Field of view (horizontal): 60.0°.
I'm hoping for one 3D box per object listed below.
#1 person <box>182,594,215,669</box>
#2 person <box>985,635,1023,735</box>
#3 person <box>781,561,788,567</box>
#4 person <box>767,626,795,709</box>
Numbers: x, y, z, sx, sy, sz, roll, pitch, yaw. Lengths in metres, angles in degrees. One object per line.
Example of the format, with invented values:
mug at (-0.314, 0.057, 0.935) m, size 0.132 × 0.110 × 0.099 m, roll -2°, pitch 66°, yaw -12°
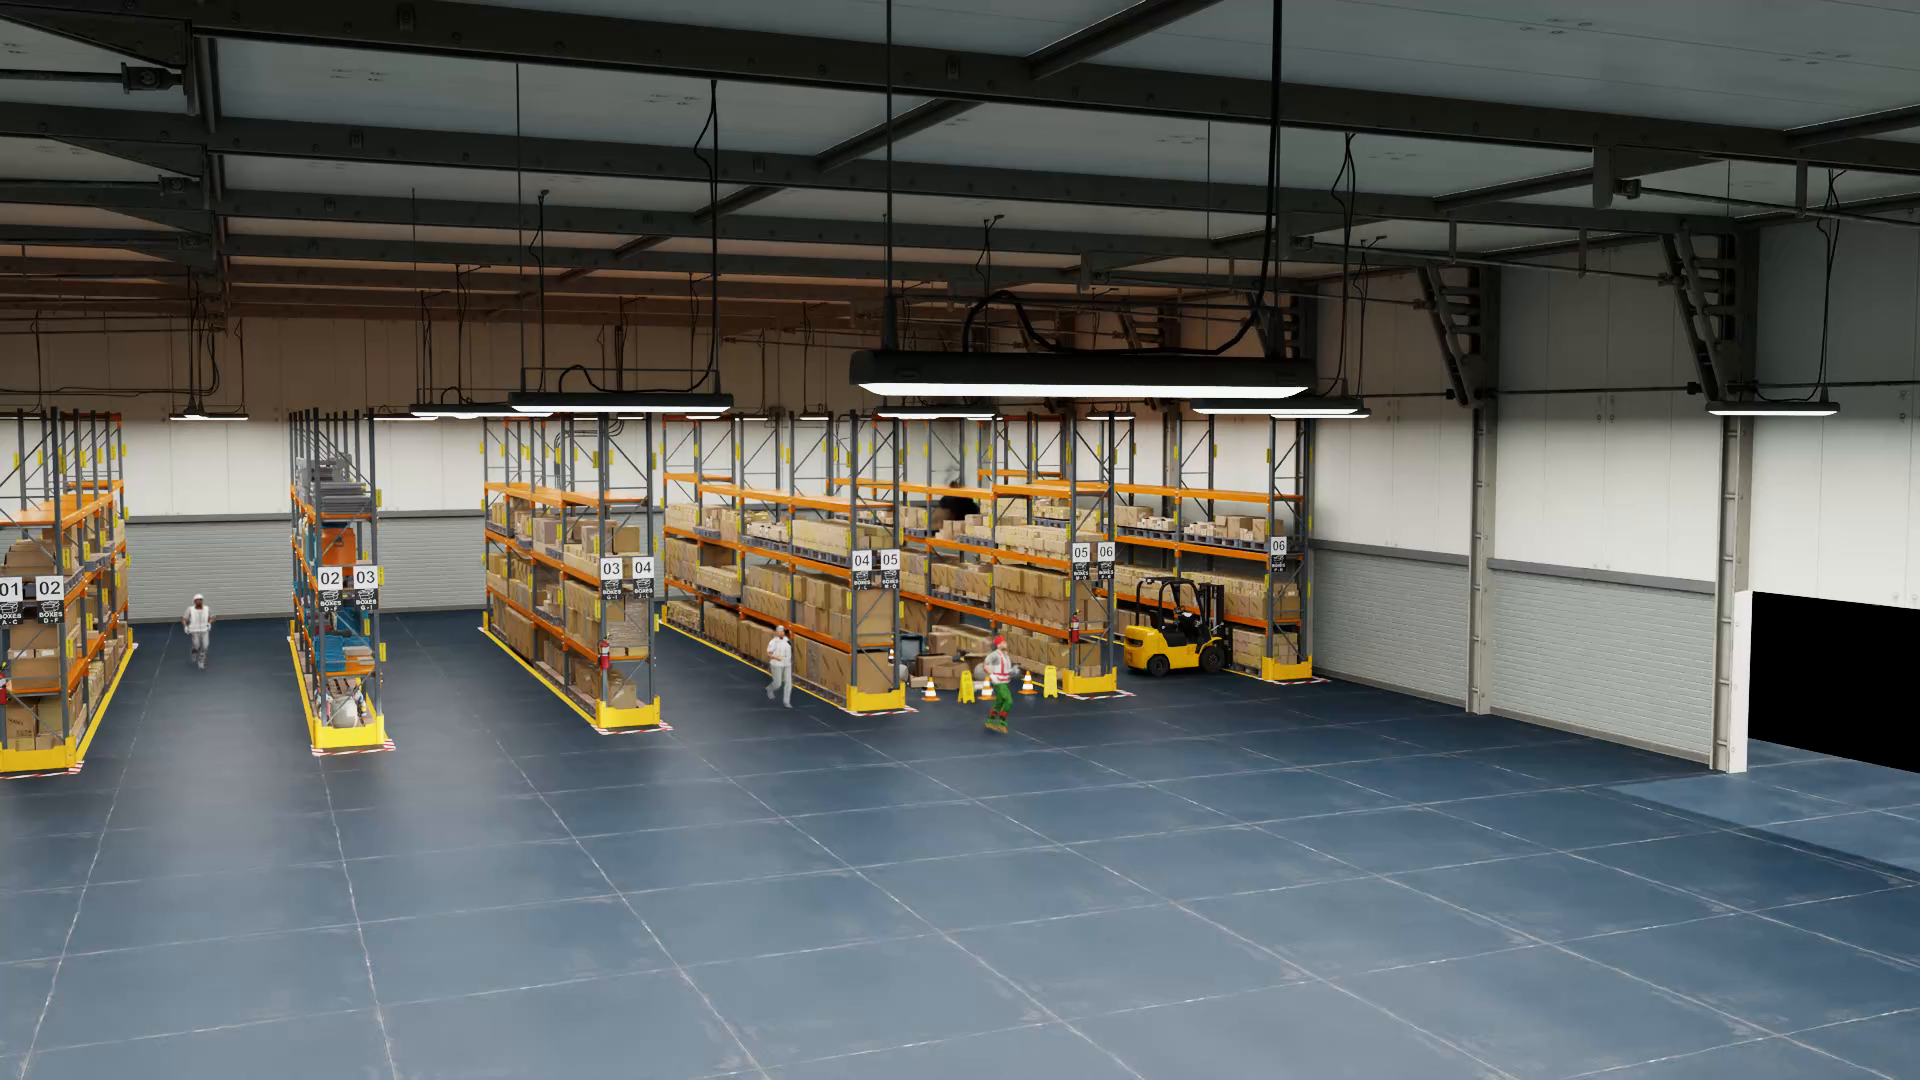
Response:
person at (-17.722, 2.139, 38.774) m, size 0.683 × 1.734 × 0.592 m, roll -3°, pitch 5°, yaw -37°
person at (0.801, 2.677, 30.788) m, size 0.720 × 1.842 × 0.638 m, roll 2°, pitch 4°, yaw 24°
person at (-5.449, 1.312, 50.645) m, size 0.652 × 1.740 × 0.698 m, roll -1°, pitch 4°, yaw -16°
person at (-3.604, 2.560, 33.594) m, size 0.607 × 1.651 × 0.779 m, roll -3°, pitch 5°, yaw -34°
